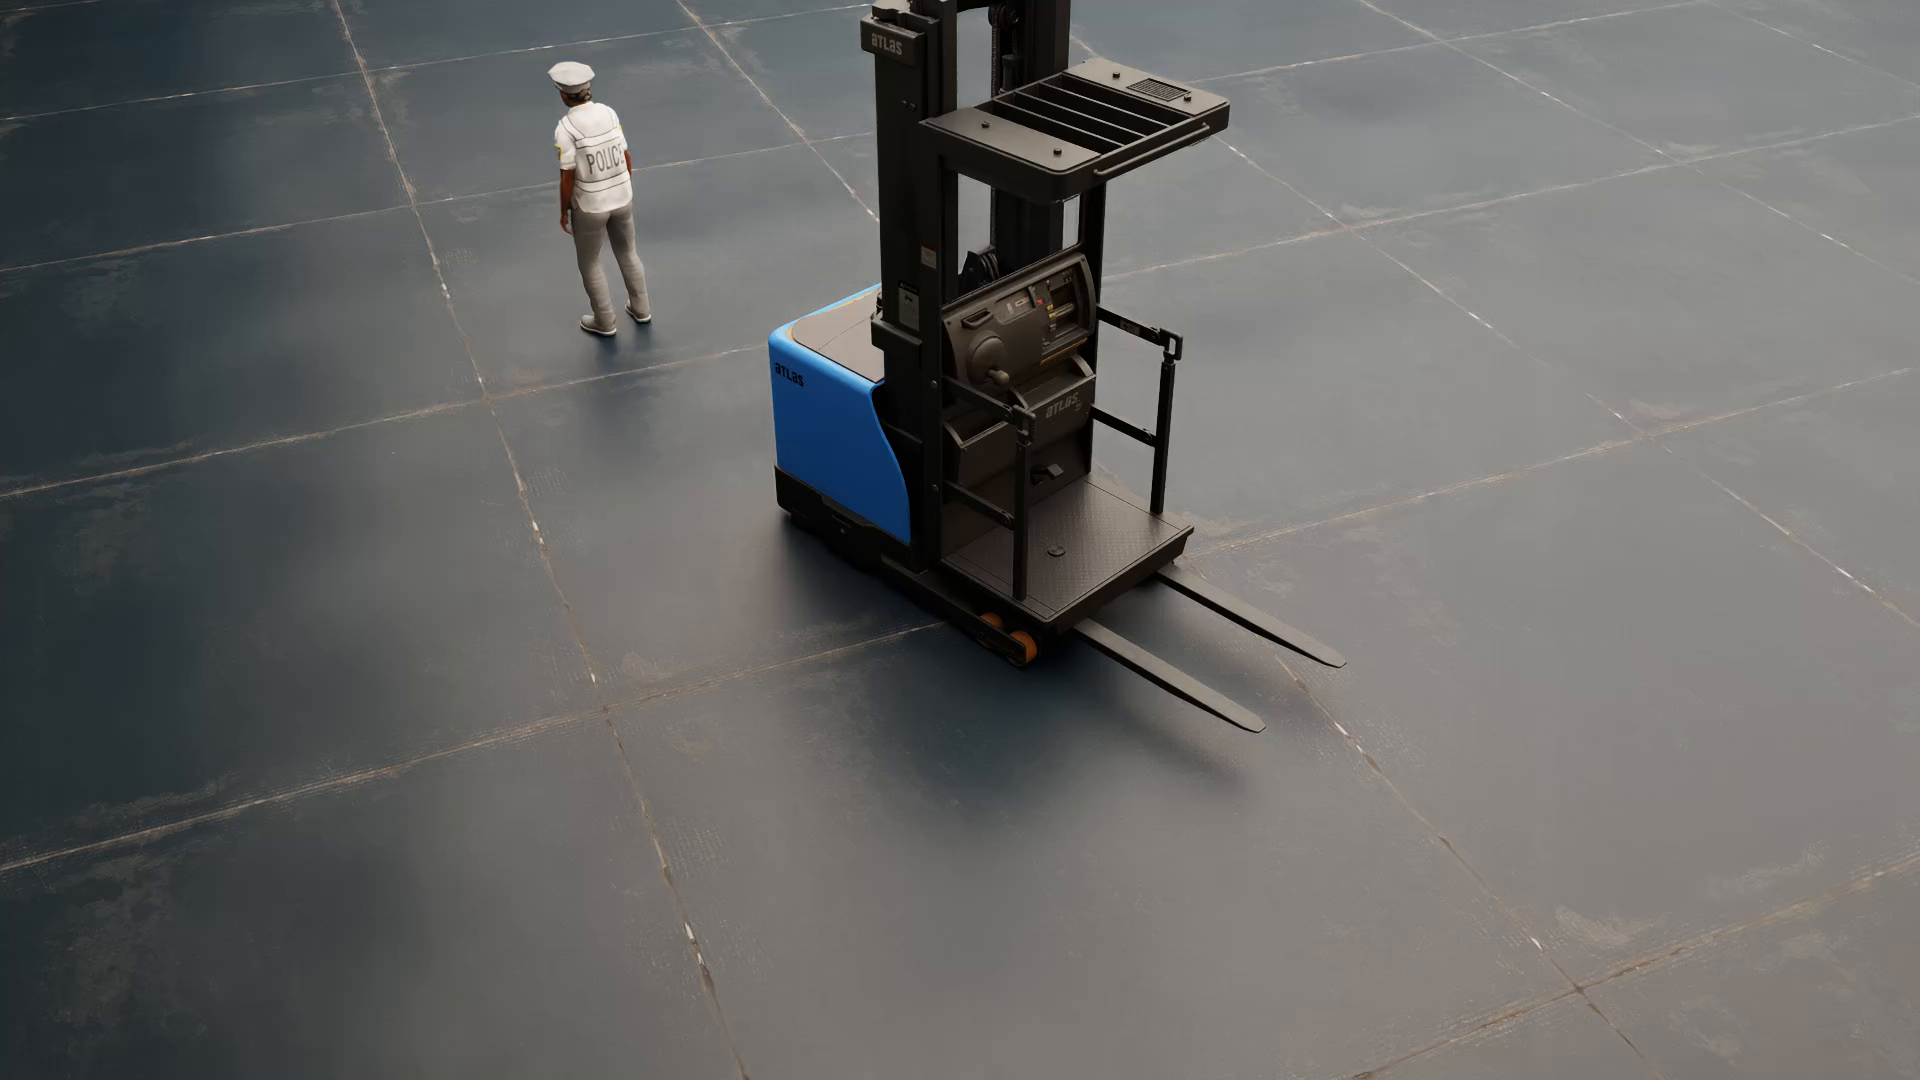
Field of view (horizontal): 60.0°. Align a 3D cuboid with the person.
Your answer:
[{"bbox_3d":[-2.182,-2.043,10.067,0.531,1.664,0.391,-29,45,-34],"label":"person"}]

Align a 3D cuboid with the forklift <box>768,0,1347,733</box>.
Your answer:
[{"bbox_3d":[0.432,-0.946,7.429,3.031,2.935,1.130,30,45,35],"label":"forklift"}]
